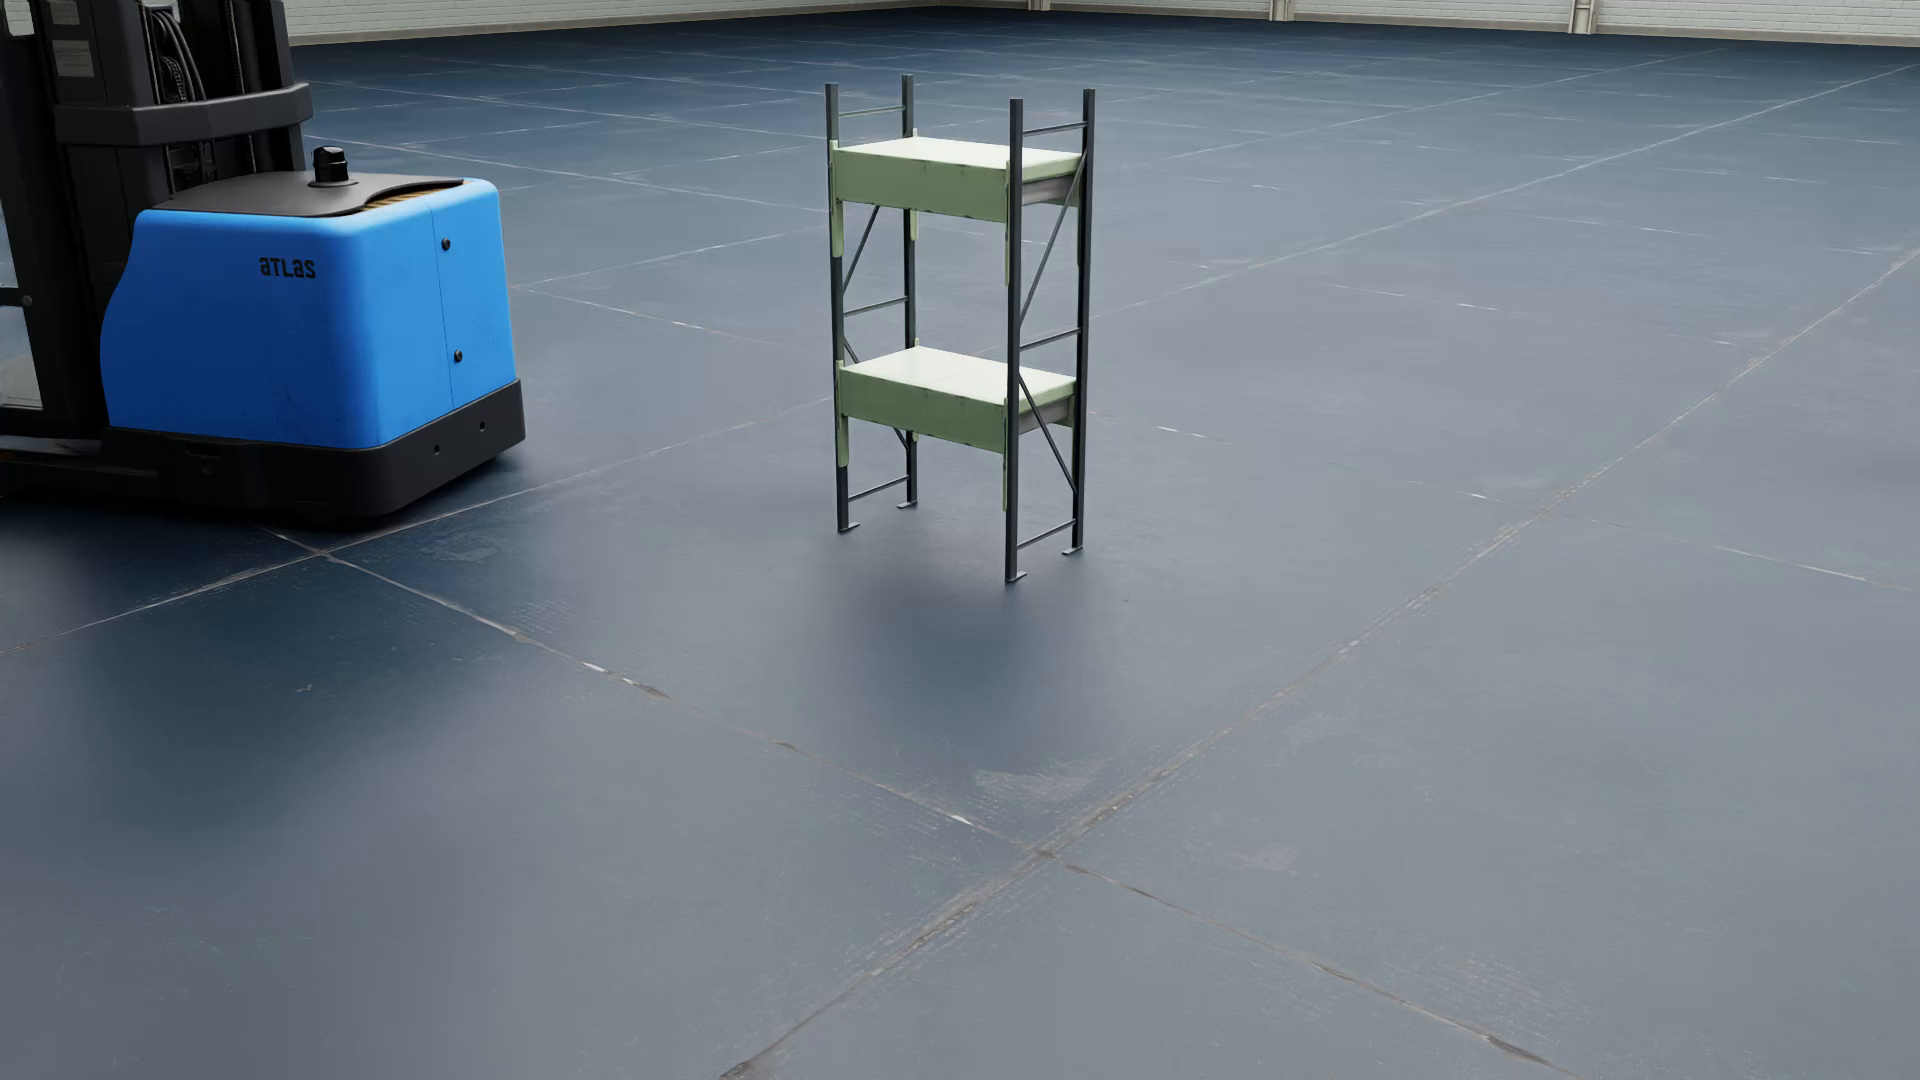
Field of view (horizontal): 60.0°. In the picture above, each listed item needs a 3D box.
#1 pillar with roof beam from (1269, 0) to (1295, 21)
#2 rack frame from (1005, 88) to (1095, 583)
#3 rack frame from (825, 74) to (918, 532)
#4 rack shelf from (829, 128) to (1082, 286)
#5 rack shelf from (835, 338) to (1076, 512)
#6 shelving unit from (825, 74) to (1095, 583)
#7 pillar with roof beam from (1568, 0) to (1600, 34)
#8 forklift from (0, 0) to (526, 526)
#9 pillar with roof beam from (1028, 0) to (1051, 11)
[{"bbox_3d":[3.676,-13.371,28.371,0.400,9.000,9.100,16,26,36],"label":"pillar with roof beam"},{"bbox_3d":[0.278,-0.622,5.191,0.023,1.500,0.400,16,26,36],"label":"rack frame"},{"bbox_3d":[-0.289,-0.785,5.624,0.023,1.500,0.400,16,26,36],"label":"rack frame"},{"bbox_3d":[-0.005,-1.068,5.270,0.720,0.370,0.431,16,26,36],"label":"rack shelf"},{"bbox_3d":[-0.005,-0.398,5.523,0.720,0.370,0.431,16,26,36],"label":"rack shelf"},{"bbox_3d":[-0.005,-0.703,5.407,0.755,1.500,0.431,16,26,36],"label":"shelving unit"},{"bbox_3d":[8.324,-12.032,24.821,0.400,9.000,9.100,16,26,36],"label":"pillar with roof beam"},{"bbox_3d":[-3.278,-1.697,6.013,3.031,2.935,1.130,6,21,15],"label":"forklift"},{"bbox_3d":[-0.972,-14.709,31.921,0.400,9.000,9.100,16,26,36],"label":"pillar with roof beam"}]
